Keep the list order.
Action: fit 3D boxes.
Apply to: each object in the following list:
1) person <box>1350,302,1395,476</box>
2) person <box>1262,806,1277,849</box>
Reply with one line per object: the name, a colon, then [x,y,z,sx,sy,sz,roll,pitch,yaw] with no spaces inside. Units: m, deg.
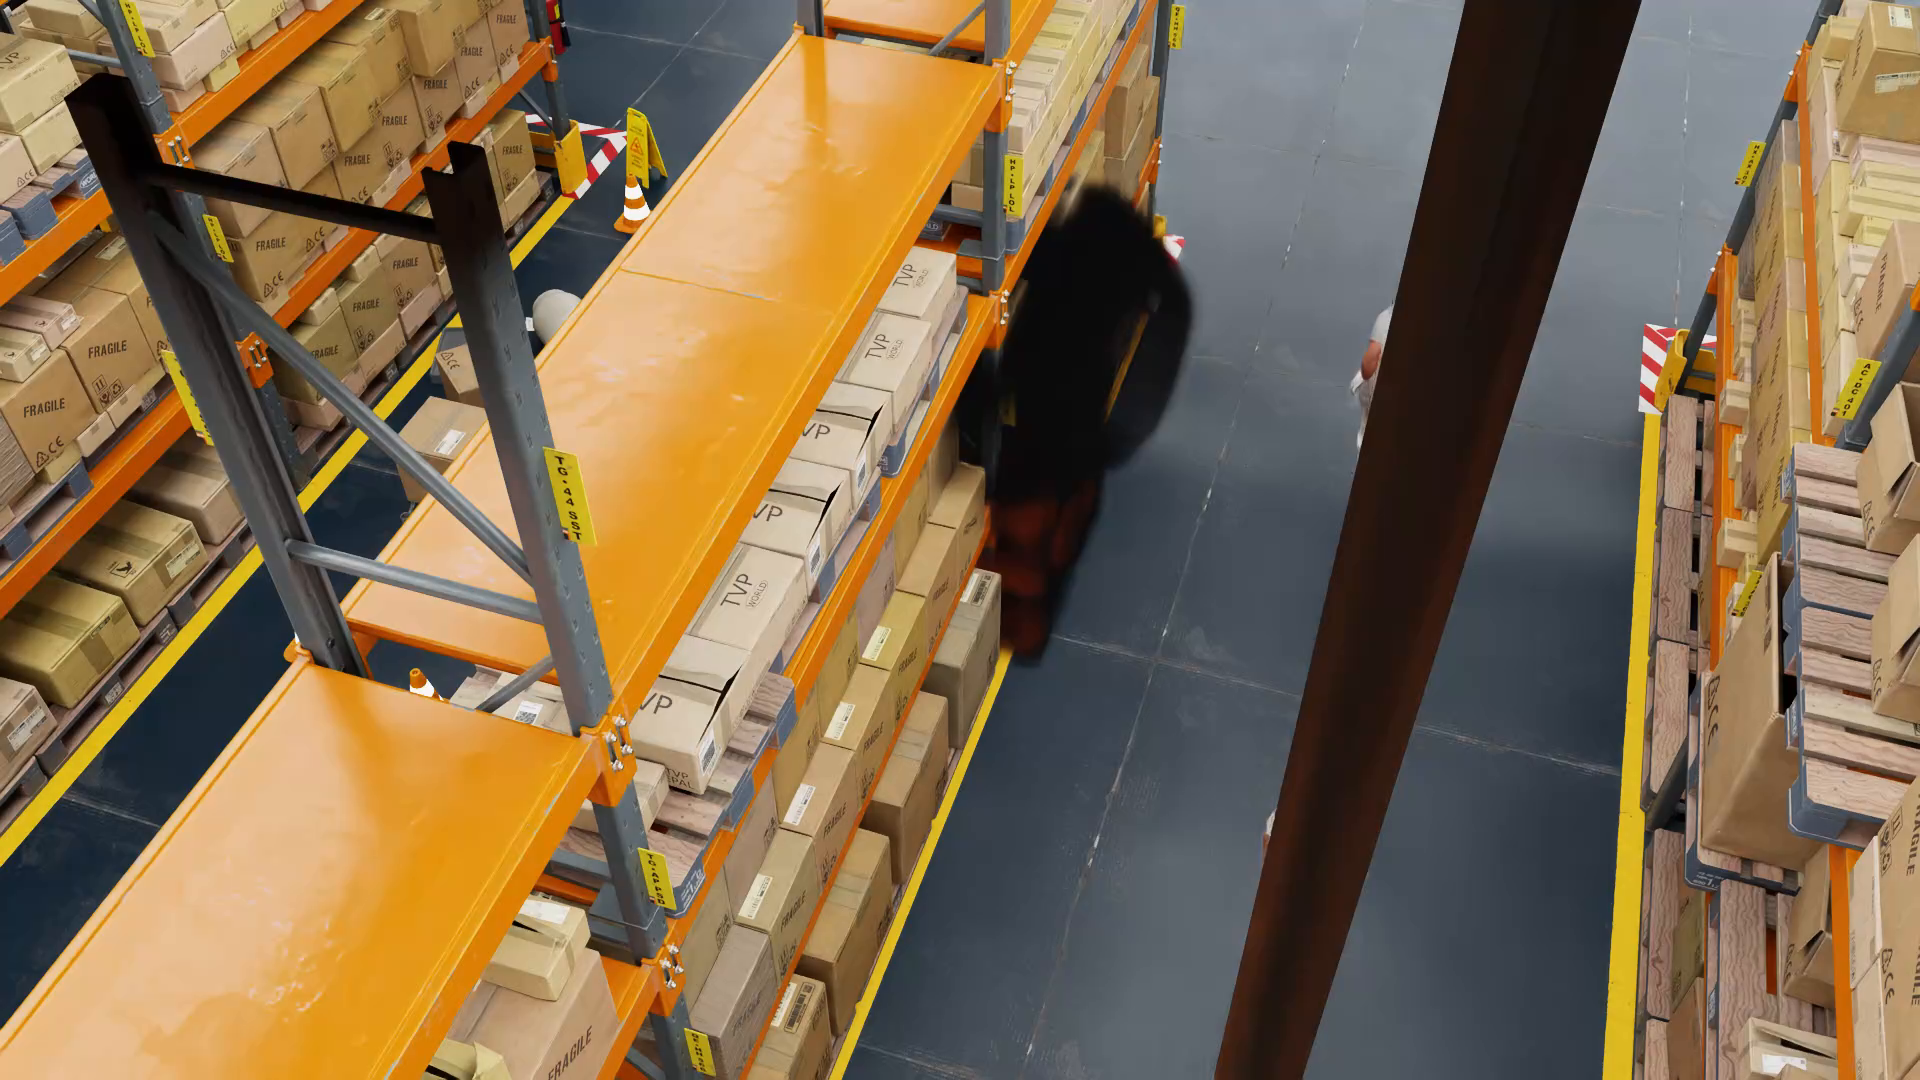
person: [2.748,-0.969,10.458,0.624,1.883,0.816,6,46,5]
person: [1.723,1.475,8.150,0.511,1.640,0.768,7,46,7]
